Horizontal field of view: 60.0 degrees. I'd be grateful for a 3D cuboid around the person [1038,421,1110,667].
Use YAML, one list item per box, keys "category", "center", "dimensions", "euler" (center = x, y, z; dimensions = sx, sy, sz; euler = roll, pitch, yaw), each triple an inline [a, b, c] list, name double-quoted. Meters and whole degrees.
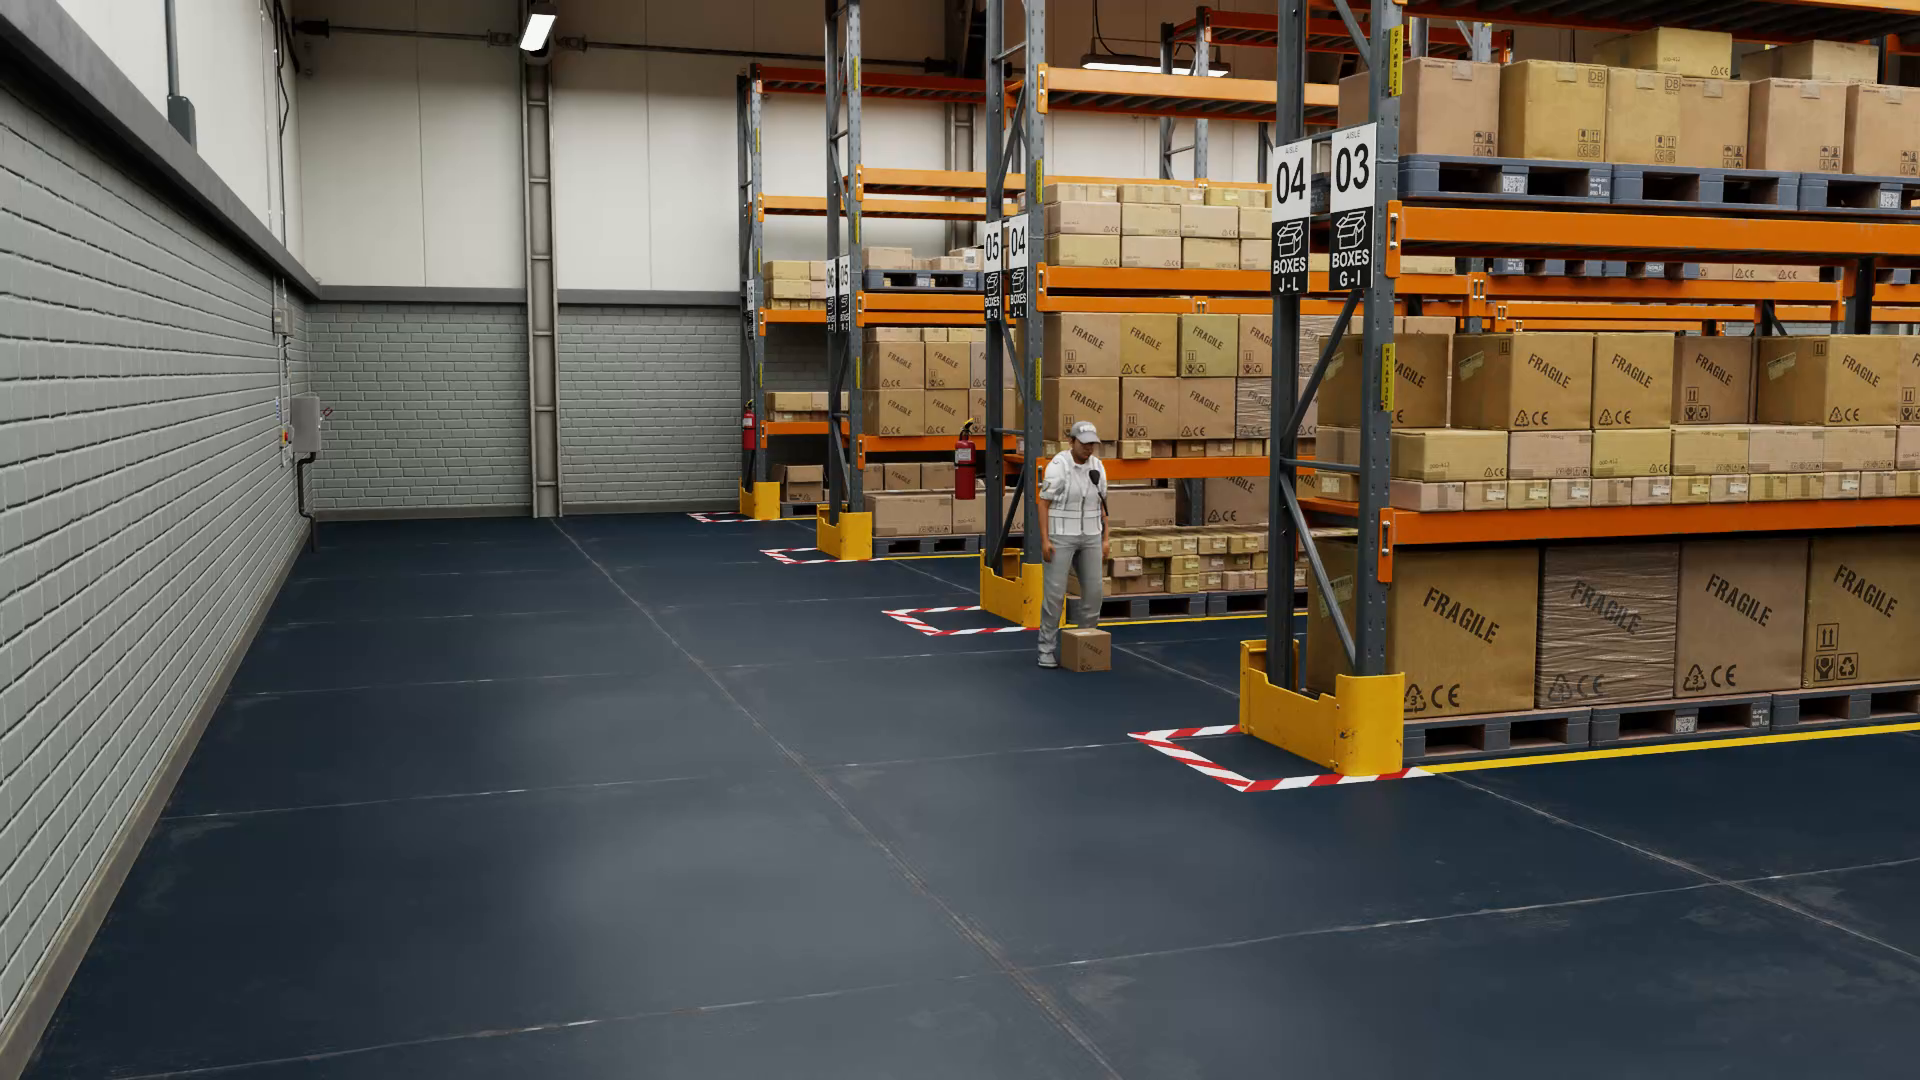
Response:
- category: "person"
  center: [0.776, 0.019, 11.358]
  dimensions: [0.563, 1.666, 0.469]
  euler: [-2, 6, -22]
